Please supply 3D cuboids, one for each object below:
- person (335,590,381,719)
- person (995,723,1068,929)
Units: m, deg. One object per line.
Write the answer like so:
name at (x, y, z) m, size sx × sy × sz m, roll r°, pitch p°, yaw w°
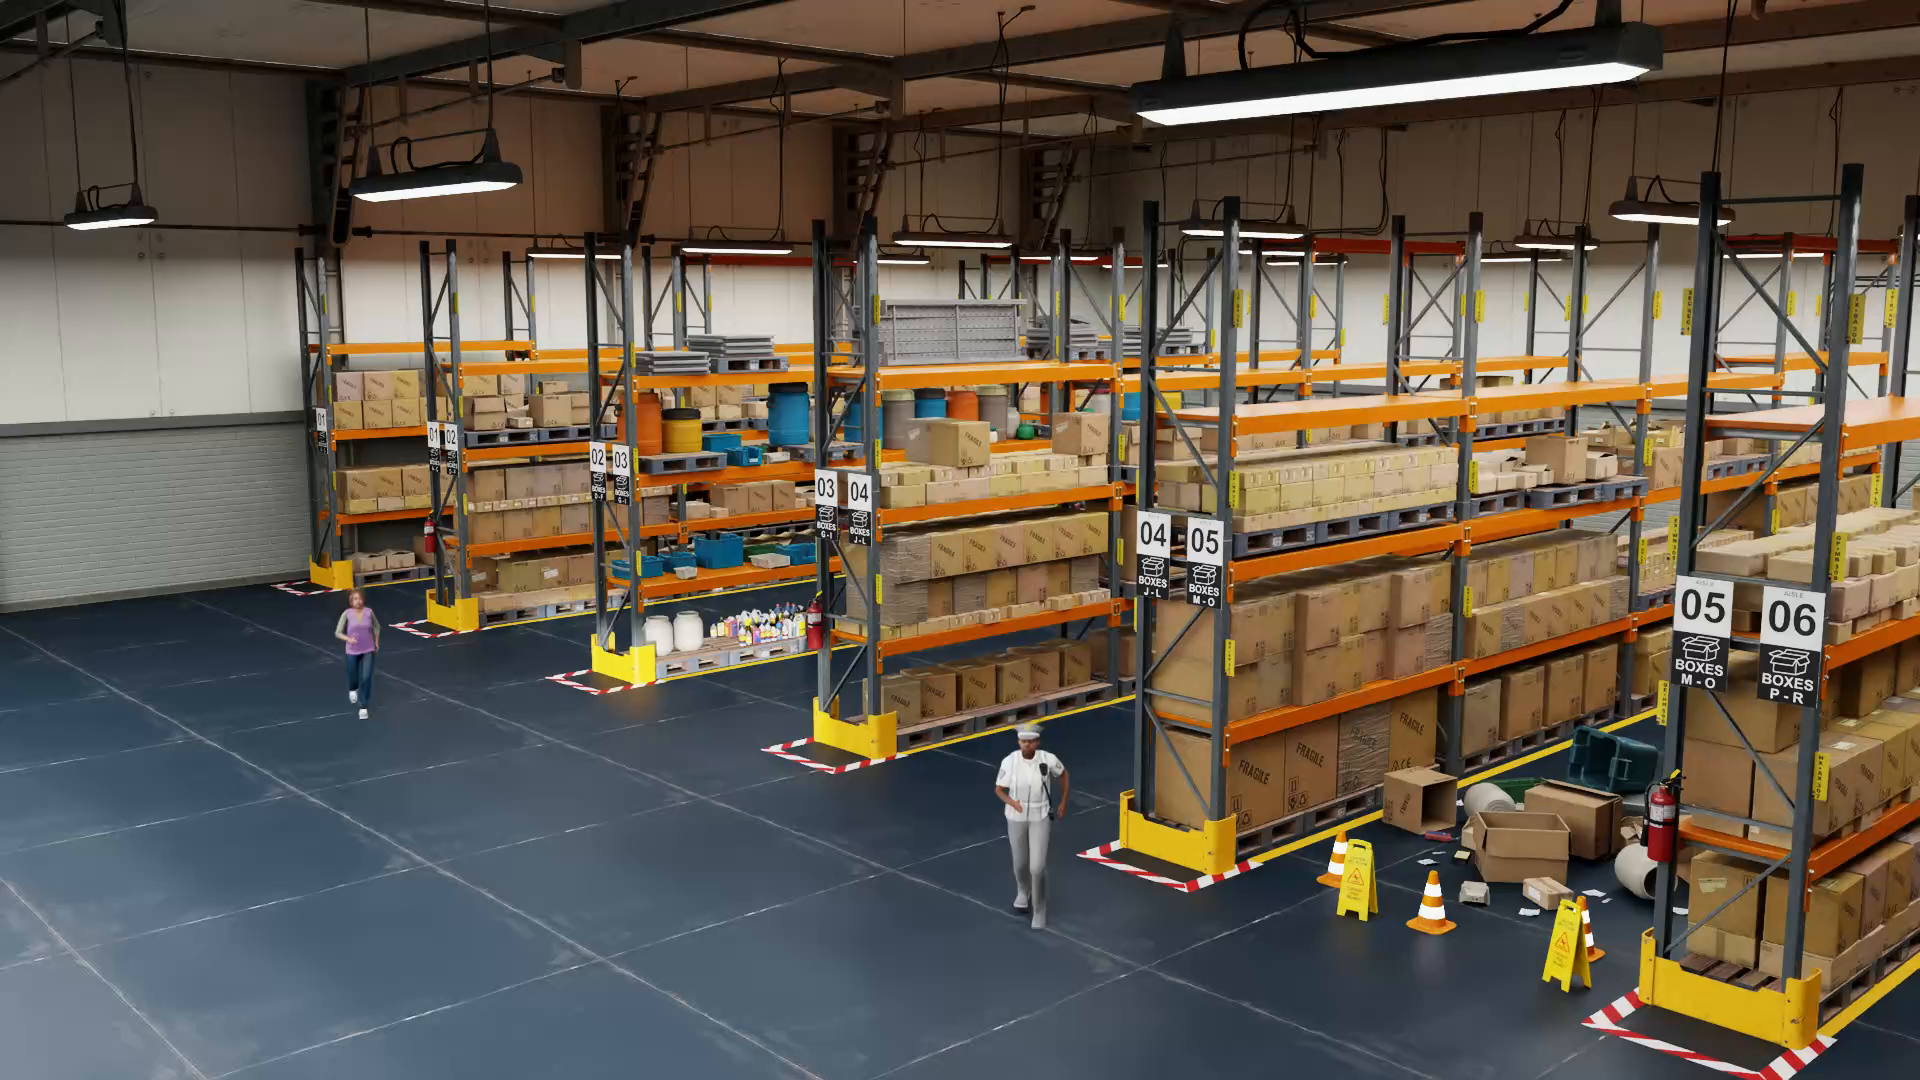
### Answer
person at (-7.429, 1.386, 20.570) m, size 0.549 × 1.566 × 0.687 m, roll -4°, pitch 9°, yaw -27°
person at (0.588, 2.351, 13.757) m, size 0.587 × 1.766 × 0.735 m, roll 1°, pitch 8°, yaw 7°
